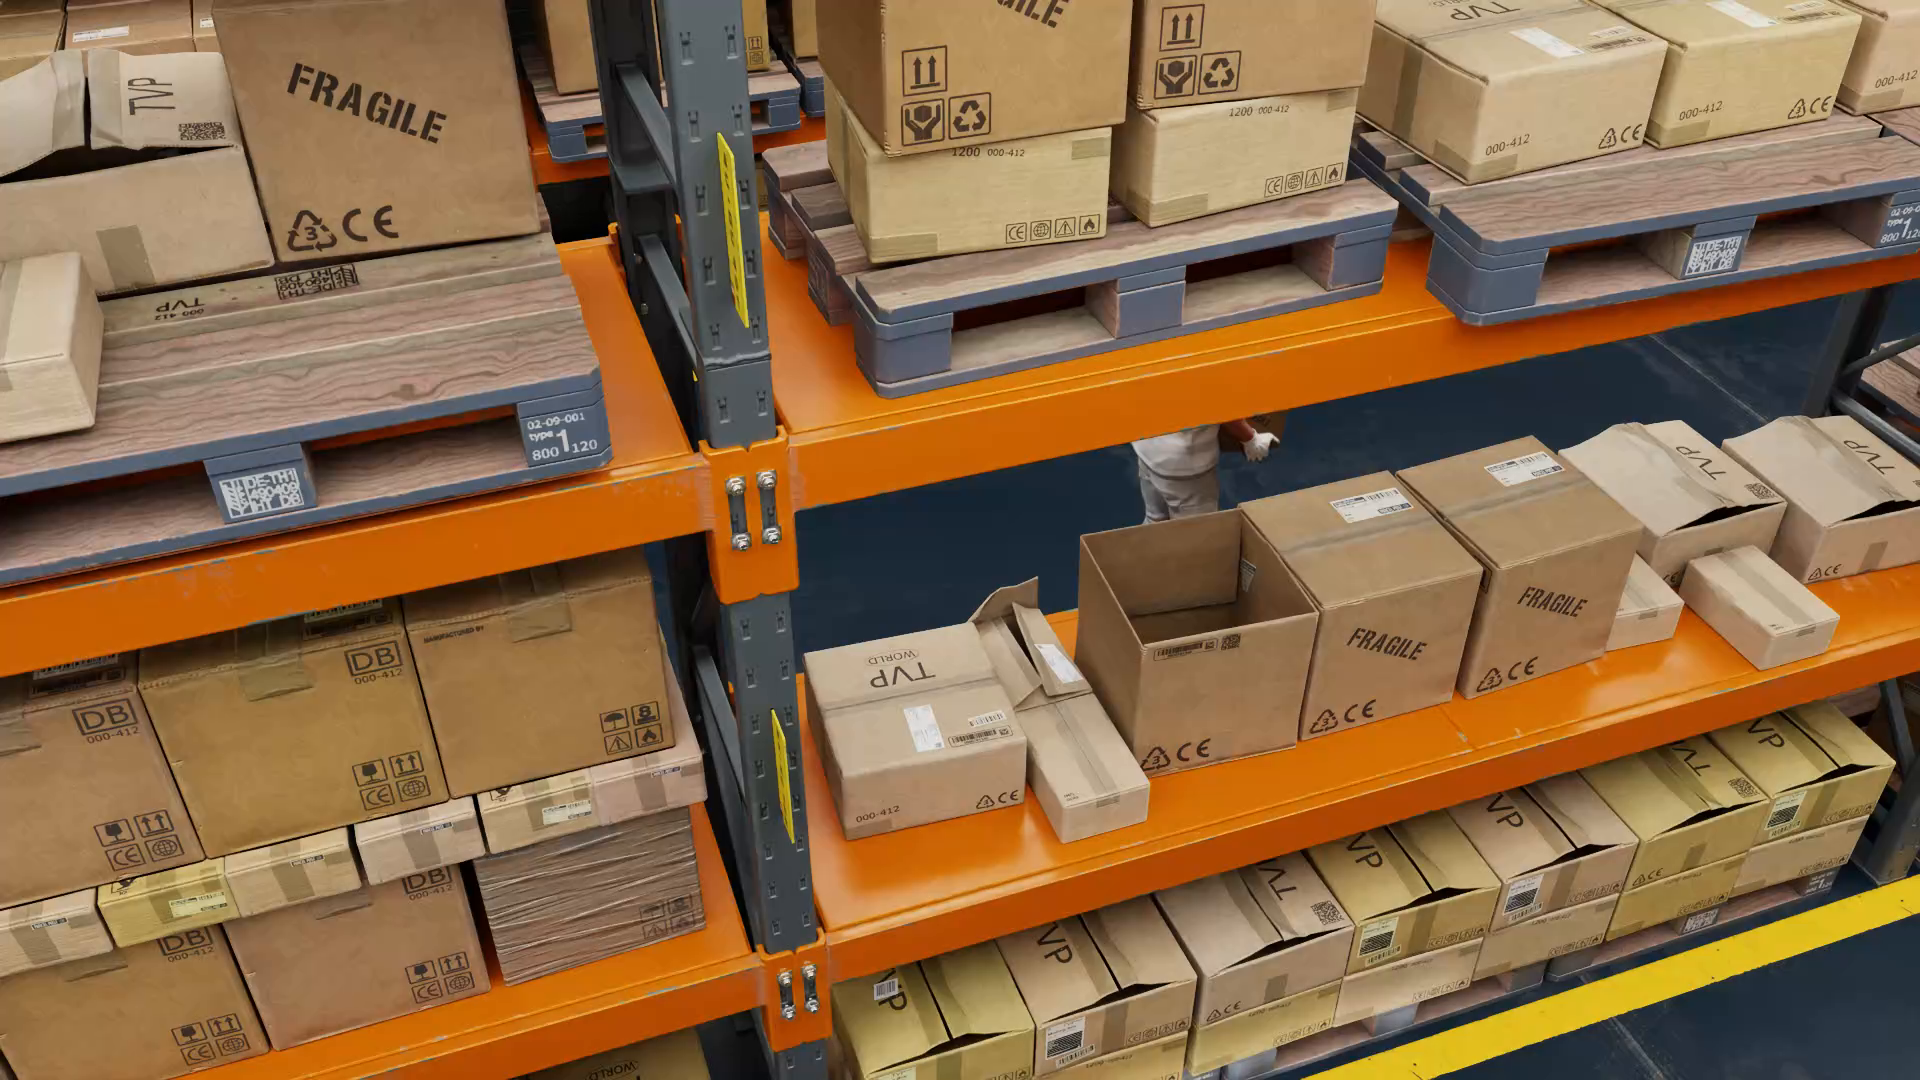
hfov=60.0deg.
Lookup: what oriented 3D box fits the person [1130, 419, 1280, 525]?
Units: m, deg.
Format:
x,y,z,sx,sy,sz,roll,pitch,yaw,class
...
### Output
x,y,z,sx,sy,sz,roll,pitch,yaw,class
0.940,-0.360,6.608,0.561,1.782,0.493,-12,39,-15,person
